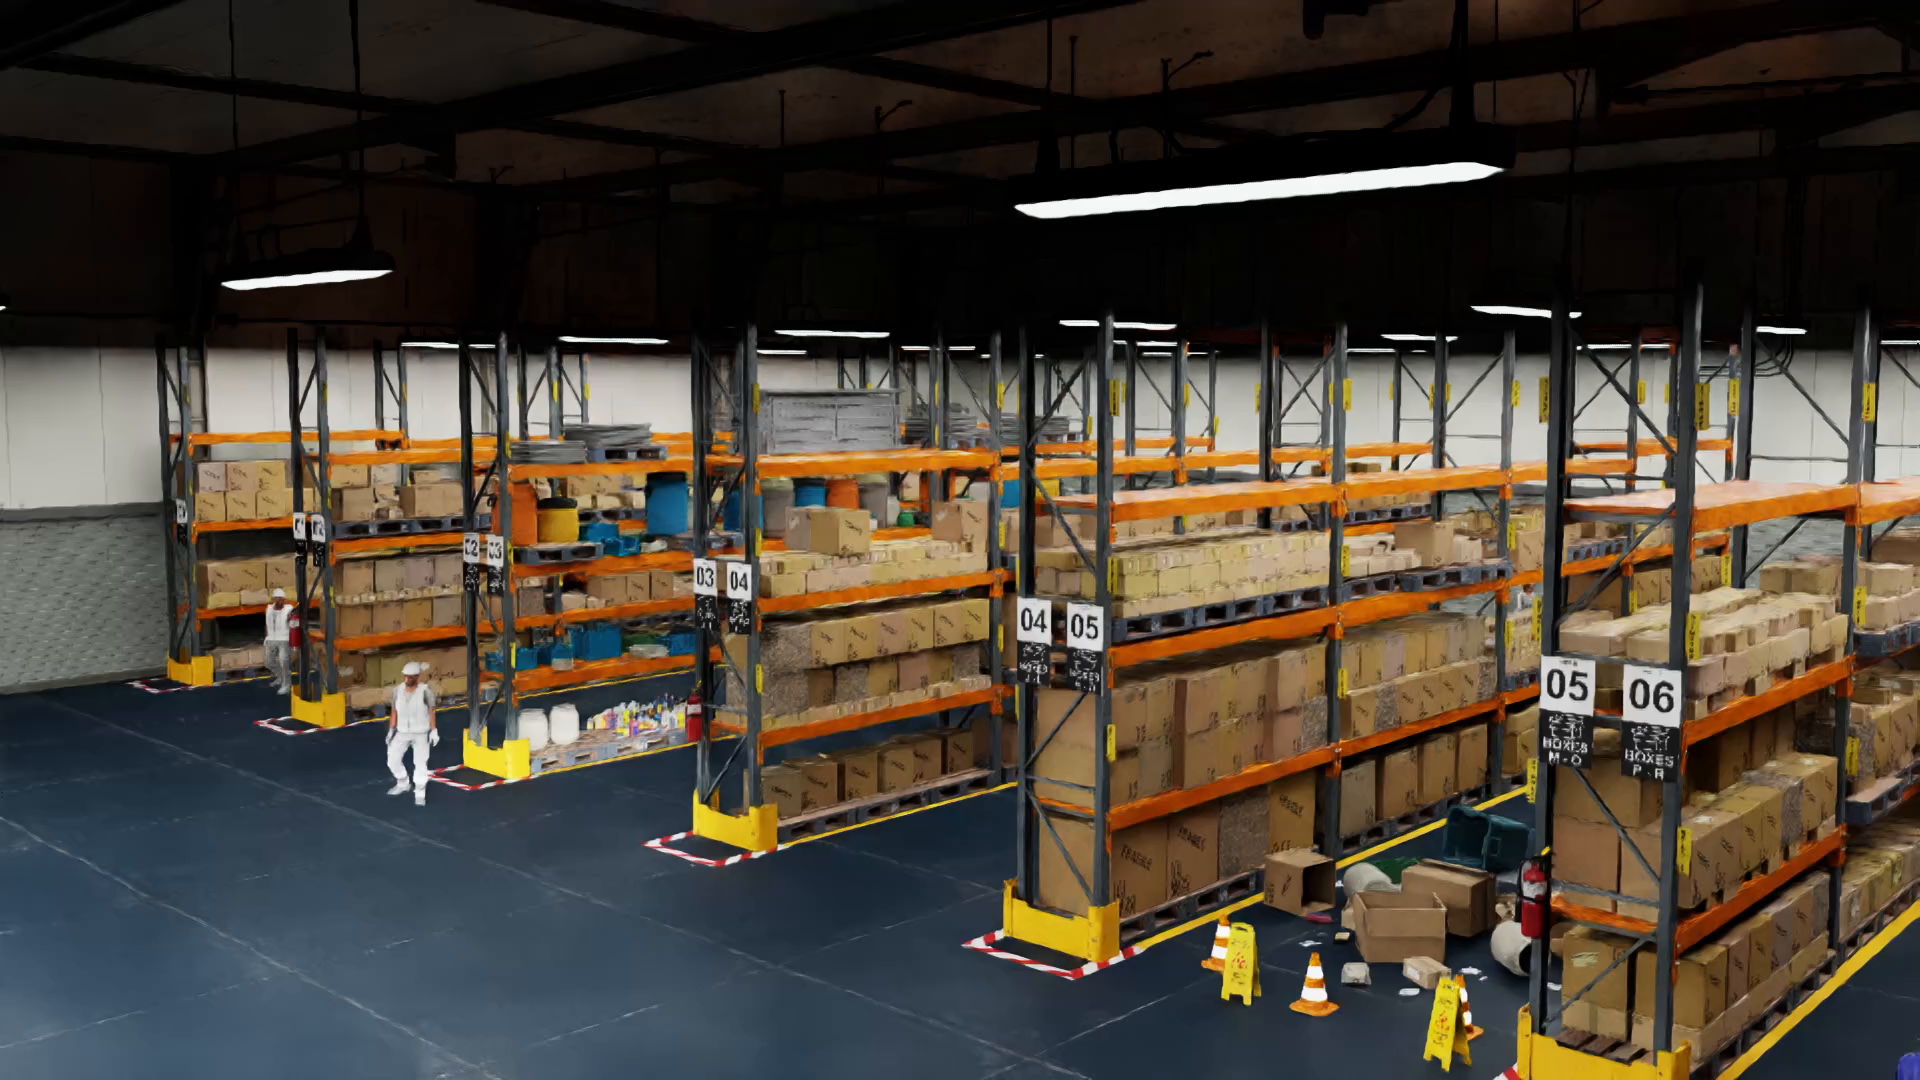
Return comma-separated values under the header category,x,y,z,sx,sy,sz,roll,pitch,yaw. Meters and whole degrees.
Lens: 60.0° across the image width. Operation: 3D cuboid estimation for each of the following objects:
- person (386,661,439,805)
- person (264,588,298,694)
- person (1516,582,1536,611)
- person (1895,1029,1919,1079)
category,x,y,z,sx,sy,sz,roll,pitch,yaw
person,-6.773,2.355,20.453,0.716,1.777,0.530,0,5,4
person,-11.336,1.676,27.795,0.603,1.778,0.569,1,5,8
person,10.437,1.516,30.493,0.639,1.554,0.529,-1,5,-11
person,5.538,3.485,9.461,0.445,1.560,1.081,5,7,40
